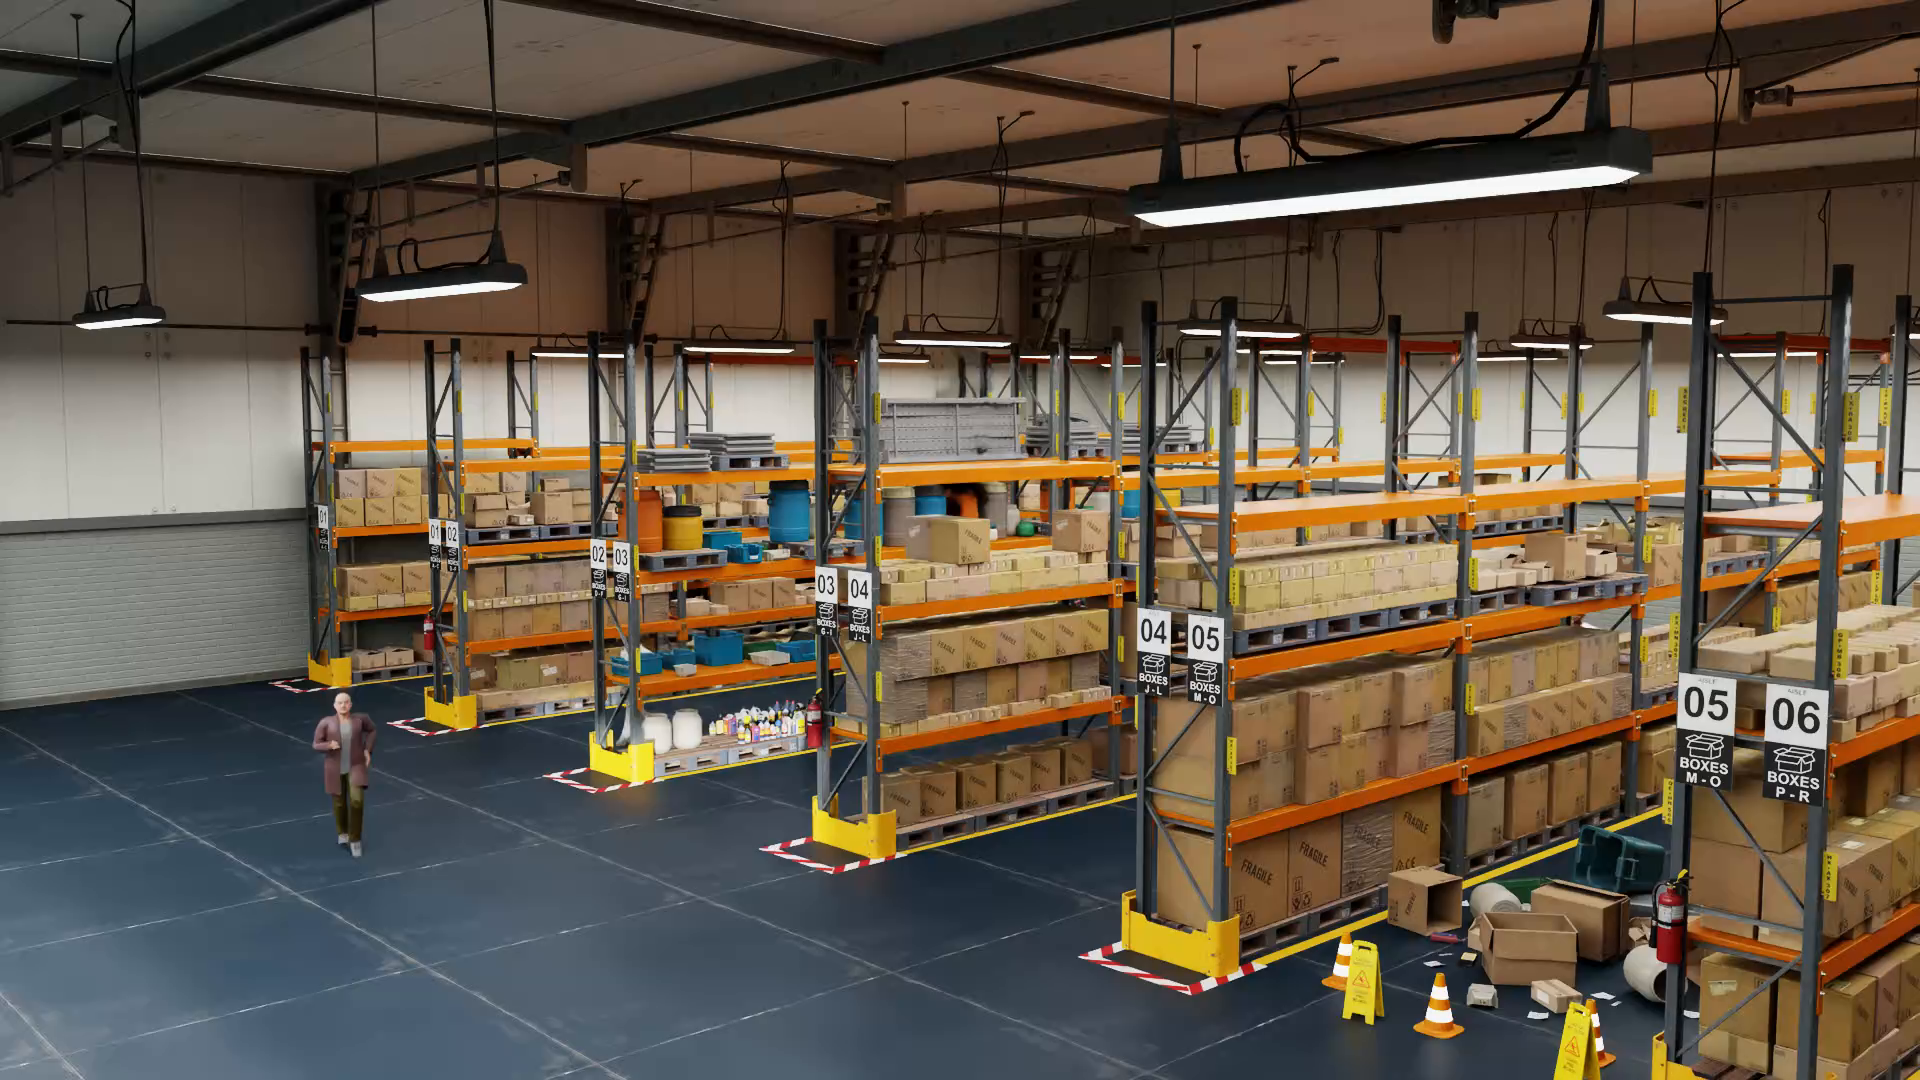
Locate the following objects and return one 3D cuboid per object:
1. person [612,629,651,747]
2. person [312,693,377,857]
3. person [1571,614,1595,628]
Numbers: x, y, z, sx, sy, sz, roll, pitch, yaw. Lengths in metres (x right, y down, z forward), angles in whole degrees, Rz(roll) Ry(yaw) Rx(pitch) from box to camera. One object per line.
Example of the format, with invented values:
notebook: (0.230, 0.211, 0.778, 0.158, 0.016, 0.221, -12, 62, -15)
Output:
person: (-4.830, 2.141, 24.606, 0.579, 1.699, 0.923, 3, 6, 32)
person: (-6.916, 2.637, 18.731, 0.685, 1.844, 0.793, -2, 5, -19)
person: (9.910, 1.932, 26.808, 0.736, 1.767, 0.803, 4, 6, 38)
